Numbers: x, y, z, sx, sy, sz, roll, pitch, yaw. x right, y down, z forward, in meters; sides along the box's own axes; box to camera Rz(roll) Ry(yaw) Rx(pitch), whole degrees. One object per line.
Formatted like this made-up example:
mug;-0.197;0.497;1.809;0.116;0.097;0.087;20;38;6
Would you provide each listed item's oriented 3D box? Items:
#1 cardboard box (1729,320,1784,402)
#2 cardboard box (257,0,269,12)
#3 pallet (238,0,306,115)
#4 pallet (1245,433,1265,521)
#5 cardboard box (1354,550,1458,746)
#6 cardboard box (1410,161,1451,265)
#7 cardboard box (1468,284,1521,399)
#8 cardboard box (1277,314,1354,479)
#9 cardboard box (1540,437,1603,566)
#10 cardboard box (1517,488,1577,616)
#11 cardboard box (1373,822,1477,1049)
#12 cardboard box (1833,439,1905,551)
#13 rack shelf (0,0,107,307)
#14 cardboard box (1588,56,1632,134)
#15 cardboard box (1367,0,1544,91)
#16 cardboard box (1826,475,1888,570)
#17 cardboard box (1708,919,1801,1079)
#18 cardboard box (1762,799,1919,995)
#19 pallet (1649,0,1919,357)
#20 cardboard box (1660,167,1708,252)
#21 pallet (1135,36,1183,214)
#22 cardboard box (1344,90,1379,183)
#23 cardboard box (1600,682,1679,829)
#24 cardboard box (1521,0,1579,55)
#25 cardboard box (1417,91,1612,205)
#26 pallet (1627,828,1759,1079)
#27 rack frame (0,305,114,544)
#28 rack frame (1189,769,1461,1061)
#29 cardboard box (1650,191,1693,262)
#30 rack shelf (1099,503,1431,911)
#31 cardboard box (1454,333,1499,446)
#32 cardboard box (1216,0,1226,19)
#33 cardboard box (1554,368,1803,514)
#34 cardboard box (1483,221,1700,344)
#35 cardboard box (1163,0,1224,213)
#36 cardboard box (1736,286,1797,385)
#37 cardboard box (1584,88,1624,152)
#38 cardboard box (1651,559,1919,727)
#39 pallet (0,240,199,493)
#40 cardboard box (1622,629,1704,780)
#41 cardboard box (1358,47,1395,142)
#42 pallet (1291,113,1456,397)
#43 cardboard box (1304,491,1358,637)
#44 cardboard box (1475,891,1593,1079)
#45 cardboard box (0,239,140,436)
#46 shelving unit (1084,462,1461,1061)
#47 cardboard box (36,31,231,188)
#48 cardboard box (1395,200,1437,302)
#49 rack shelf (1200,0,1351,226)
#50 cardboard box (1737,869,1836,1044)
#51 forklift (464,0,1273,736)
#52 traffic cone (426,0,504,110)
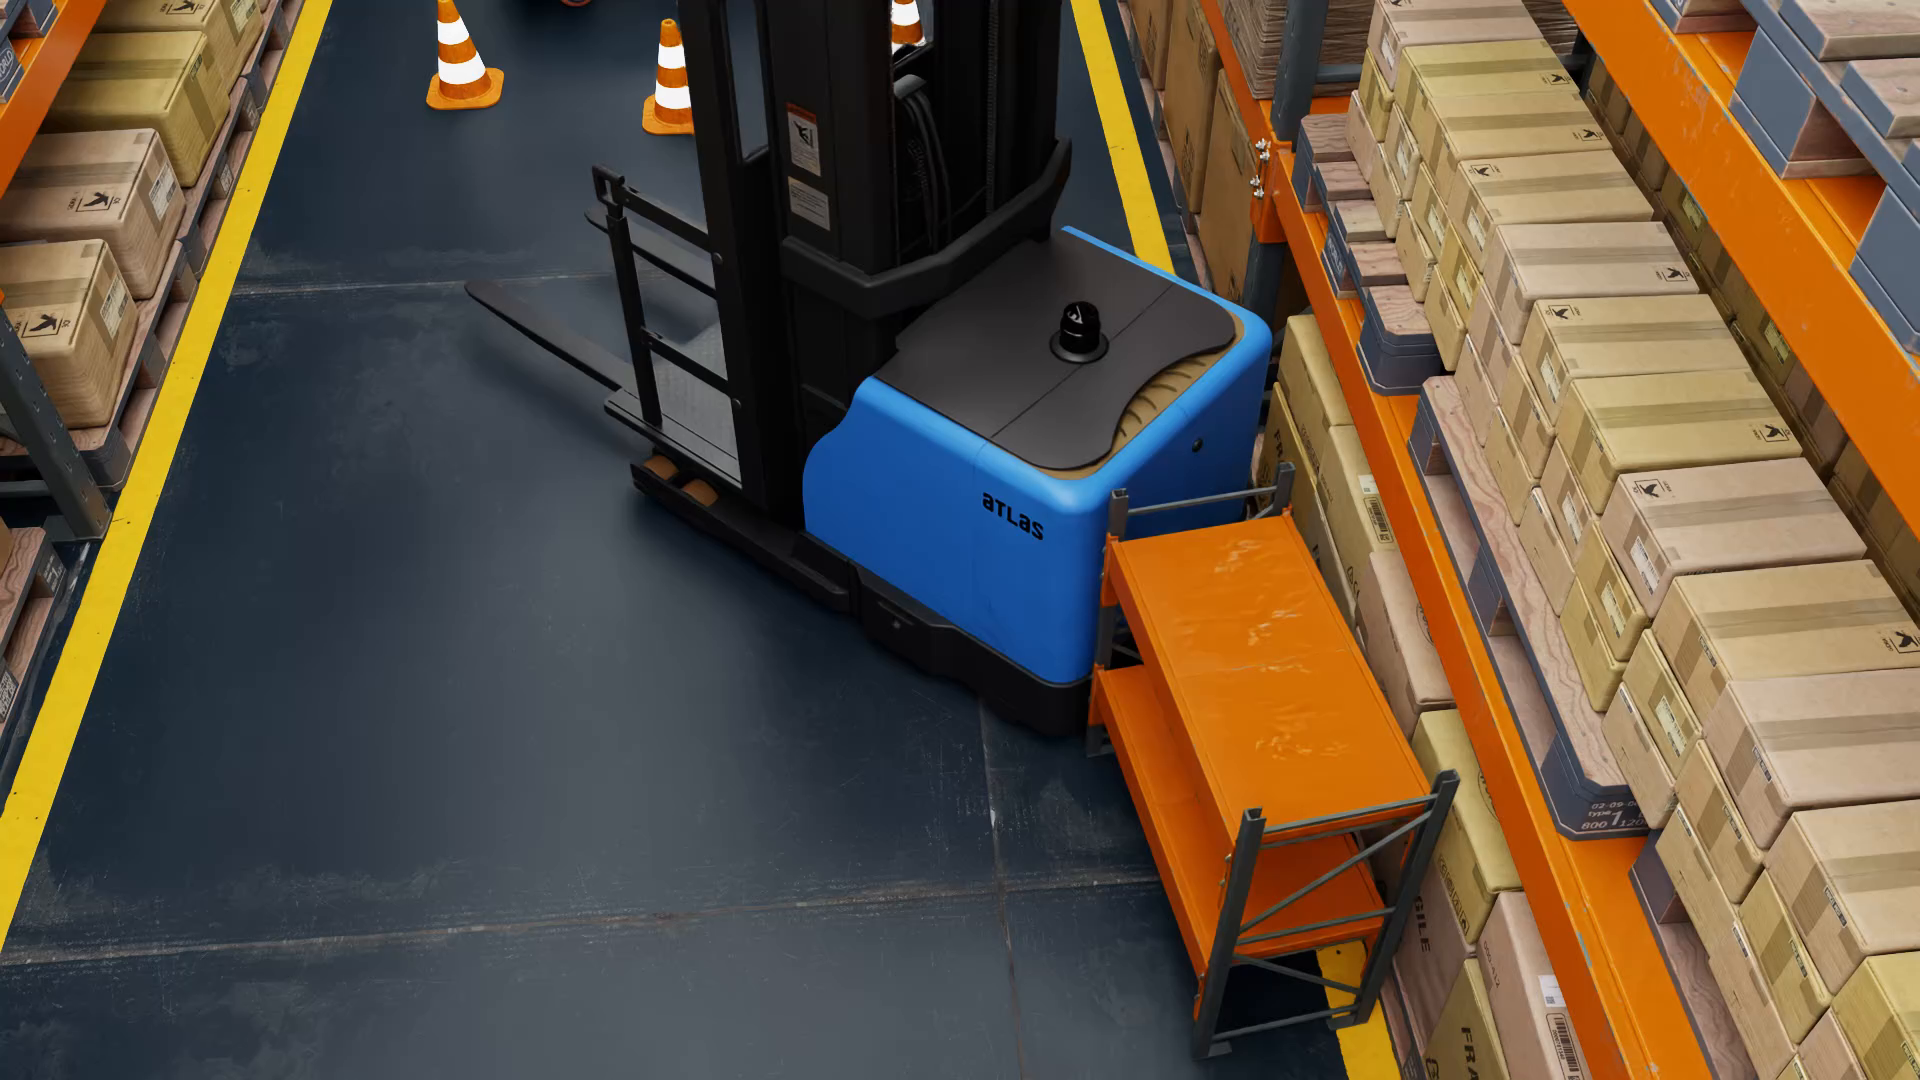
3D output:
cardboard box;2.045;-0.404;3.951;0.380;0.149;0.250;-5;47;-5
cardboard box;-3.749;-2.798;7.854;0.950;0.372;0.625;-3;47;-3
pallet;-3.729;-2.414;7.891;1.003;0.211;1.213;-3;47;-3
pallet;1.528;0.108;5.502;1.003;0.211;1.213;-3;47;-3
cardboard box;1.351;0.280;4.334;0.500;0.250;0.500;-3;47;-3
cardboard box;1.354;-0.826;4.145;0.380;0.149;0.250;-5;47;-5
cardboard box;1.396;-0.463;3.801;0.380;0.149;0.250;-3;47;-3
cardboard box;1.280;-0.445;5.022;0.500;0.250;0.500;-5;47;-5
cardboard box;1.440;-0.088;3.446;0.380;0.149;0.250;-2;47;-2
cardboard box;1.433;0.009;3.559;0.380;0.149;0.250;-5;47;-5
cardboard box;1.404;0.930;4.236;0.500;0.500;0.500;-4;47;-4
cardboard box;2.091;-0.127;3.483;0.380;0.149;0.250;-4;47;-4
rack shelf;-3.628;-2.242;6.303;1.077;0.370;4.000;-3;47;-3
cardboard box;1.959;-1.247;4.544;0.380;0.149;0.250;-3;47;-2
cardboard box;1.310;-1.330;4.417;0.380;0.149;0.250;-3;47;-3
cardboard box;2.091;-0.020;3.587;0.380;0.149;0.250;-5;47;-5
cardboard box;1.527;0.776;2.833;0.380;0.149;0.250;-4;47;-3
cardboard box;1.527;0.555;2.632;0.380;0.149;0.250;-5;47;-5
pallet;1.763;-0.692;2.403;1.213;0.211;1.003;-3;47;-3
cardboard box;2.007;-0.864;4.181;0.380;0.149;0.250;-2;47;-2
pallet;1.374;-1.913;7.416;1.003;0.211;1.213;-3;47;-3
cardboard box;1.300;-1.138;4.646;0.380;0.149;0.250;-4;47;-4
cardboard box;1.477;0.394;3.195;0.380;0.149;0.250;-5;47;-5
cardboard box;1.695;-1.792;5.312;0.500;0.500;0.500;-3;47;-3
cardboard box;1.351;-0.961;4.068;0.380;0.149;0.250;-4;47;-4
pallet;1.880;0.982;2.886;1.003;0.211;1.213;-3;47;-3
rack frame;-3.461;-1.042;4.671;1.000;3.000;0.127;-3;47;-3
rack frame;0.863;0.949;4.071;0.500;1.125;0.032;-9;47;-9
cardboard box;2.004;-0.779;4.306;0.380;0.149;0.250;-3;47;-3
rack shelf;0.750;0.388;4.200;0.538;0.278;1.000;-9;47;-9
cardboard box;1.394;-0.361;3.910;0.380;0.149;0.250;-2;47;-2
cardboard box;1.118;-2.121;5.624;0.500;0.500;0.500;-3;47;-3
cardboard box;1.438;-0.201;3.349;0.380;0.149;0.250;-4;47;-4
cardboard box;1.397;-0.573;3.701;0.380;0.149;0.250;-2;47;-1
cardboard box;1.426;-1.865;6.711;1.050;0.750;0.750;-3;47;-3
cardboard box;2.046;-0.502;3.839;0.380;0.149;0.250;-4;47;-4
cardboard box;1.963;-1.145;4.653;0.380;0.149;0.250;-3;47;-3
cardboard box;1.488;0.187;2.981;0.380;0.149;0.250;-5;47;-5
pallet;-3.524;-0.649;6.219;1.003;0.211;1.213;-3;47;-3
cardboard box;1.480;0.285;3.093;0.380;0.149;0.250;-6;47;-5
cardboard box;1.304;-1.215;4.513;0.380;0.149;0.250;-2;47;-2
pallet;1.629;-0.841;4.613;1.213;0.211;1.003;-3;47;-3
cardboard box;1.314;0.190;4.937;0.500;0.500;0.500;-3;47;-3
cardboard box;1.454;1.039;3.616;0.500;0.250;0.500;-1;47;-1
cardboard box;-3.498;-0.693;5.861;0.950;0.372;0.625;-6;47;-6
shelving unit;0.748;0.590;4.412;0.538;1.125;1.048;-9;47;-9
cardboard box;-3.626;-1.775;6.886;0.950;0.372;0.625;-2;47;-2
cardboard box;1.345;-0.749;4.277;0.380;0.149;0.250;-1;47;-1
rack shelf;1.296;-2.616;6.657;1.077;0.370;4.000;-3;47;-3
cardboard box;1.527;0.671;2.727;0.380;0.149;0.250;-2;47;-2
forklift;-0.521;-1.319;4.981;3.031;2.935;1.130;31;54;26
traffic cone;-2.296;-2.252;7.564;0.336;0.463;0.334;-3;47;-3
